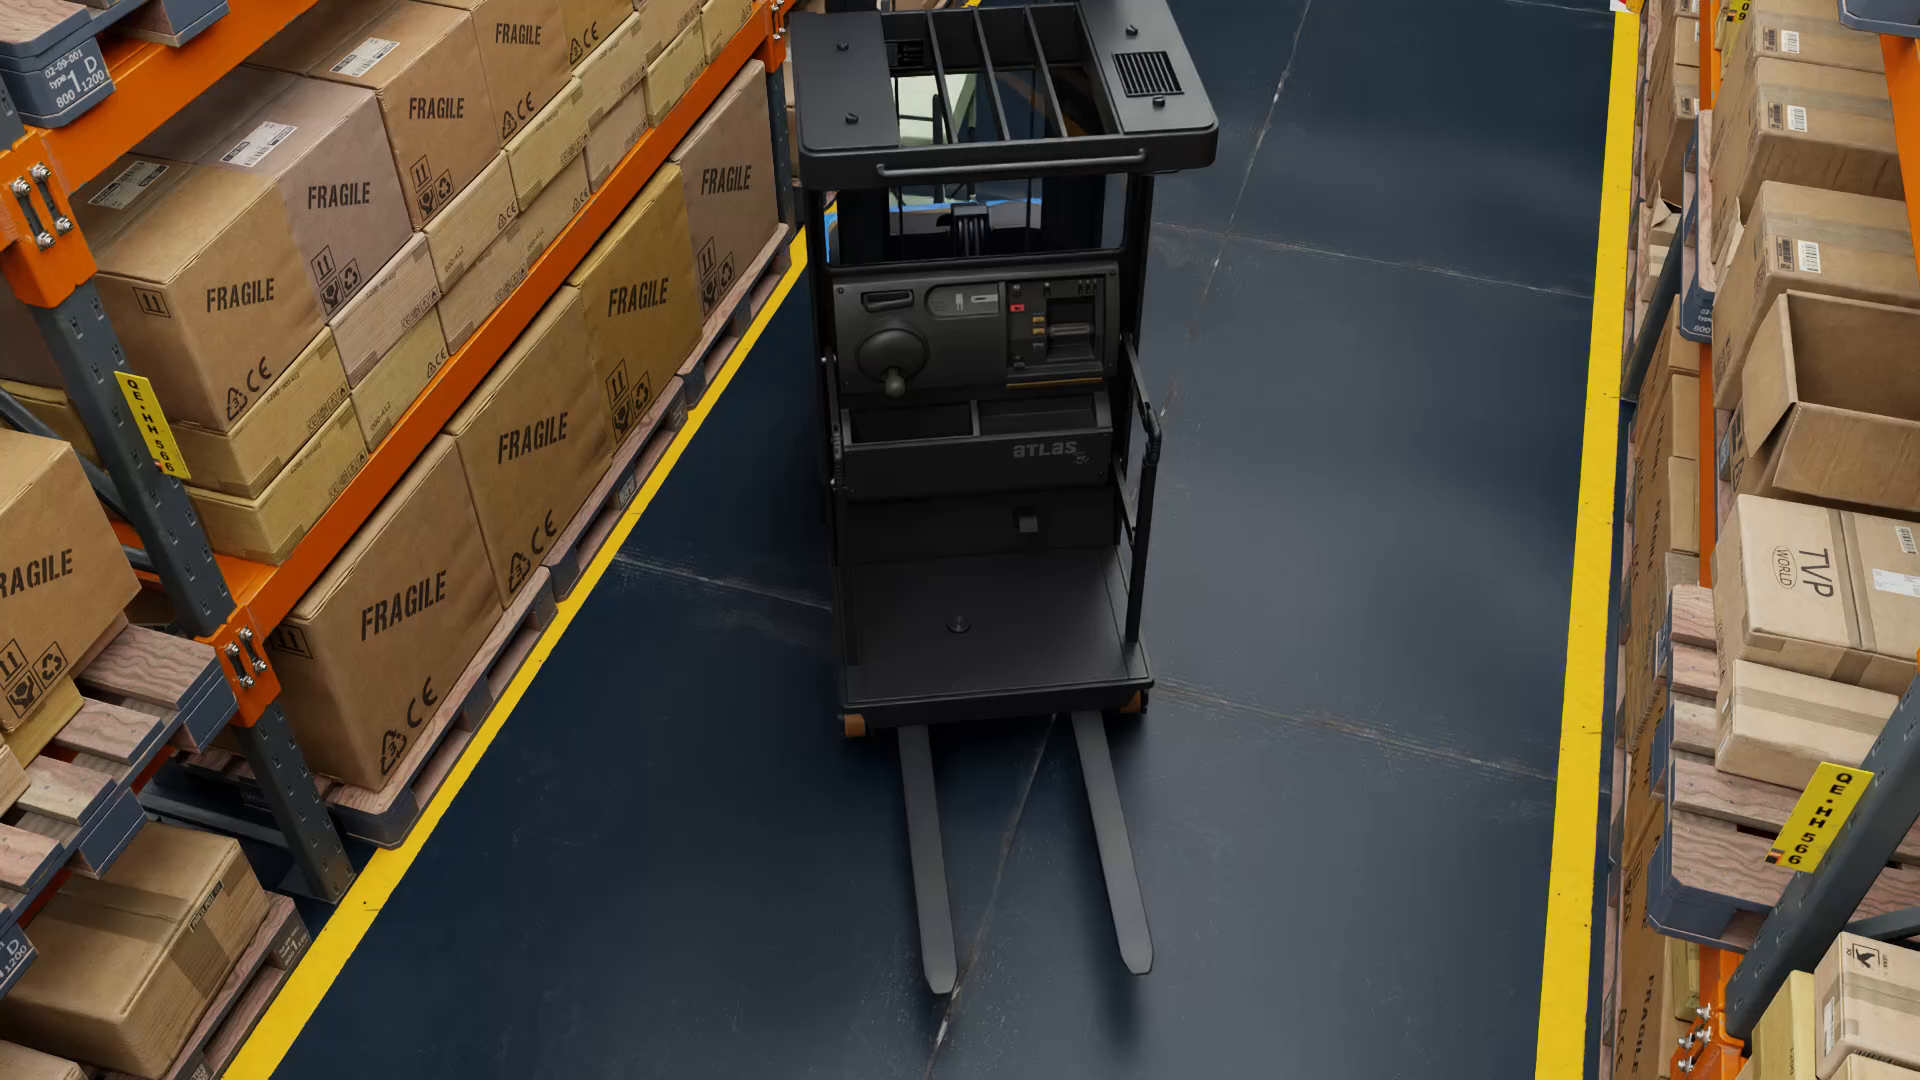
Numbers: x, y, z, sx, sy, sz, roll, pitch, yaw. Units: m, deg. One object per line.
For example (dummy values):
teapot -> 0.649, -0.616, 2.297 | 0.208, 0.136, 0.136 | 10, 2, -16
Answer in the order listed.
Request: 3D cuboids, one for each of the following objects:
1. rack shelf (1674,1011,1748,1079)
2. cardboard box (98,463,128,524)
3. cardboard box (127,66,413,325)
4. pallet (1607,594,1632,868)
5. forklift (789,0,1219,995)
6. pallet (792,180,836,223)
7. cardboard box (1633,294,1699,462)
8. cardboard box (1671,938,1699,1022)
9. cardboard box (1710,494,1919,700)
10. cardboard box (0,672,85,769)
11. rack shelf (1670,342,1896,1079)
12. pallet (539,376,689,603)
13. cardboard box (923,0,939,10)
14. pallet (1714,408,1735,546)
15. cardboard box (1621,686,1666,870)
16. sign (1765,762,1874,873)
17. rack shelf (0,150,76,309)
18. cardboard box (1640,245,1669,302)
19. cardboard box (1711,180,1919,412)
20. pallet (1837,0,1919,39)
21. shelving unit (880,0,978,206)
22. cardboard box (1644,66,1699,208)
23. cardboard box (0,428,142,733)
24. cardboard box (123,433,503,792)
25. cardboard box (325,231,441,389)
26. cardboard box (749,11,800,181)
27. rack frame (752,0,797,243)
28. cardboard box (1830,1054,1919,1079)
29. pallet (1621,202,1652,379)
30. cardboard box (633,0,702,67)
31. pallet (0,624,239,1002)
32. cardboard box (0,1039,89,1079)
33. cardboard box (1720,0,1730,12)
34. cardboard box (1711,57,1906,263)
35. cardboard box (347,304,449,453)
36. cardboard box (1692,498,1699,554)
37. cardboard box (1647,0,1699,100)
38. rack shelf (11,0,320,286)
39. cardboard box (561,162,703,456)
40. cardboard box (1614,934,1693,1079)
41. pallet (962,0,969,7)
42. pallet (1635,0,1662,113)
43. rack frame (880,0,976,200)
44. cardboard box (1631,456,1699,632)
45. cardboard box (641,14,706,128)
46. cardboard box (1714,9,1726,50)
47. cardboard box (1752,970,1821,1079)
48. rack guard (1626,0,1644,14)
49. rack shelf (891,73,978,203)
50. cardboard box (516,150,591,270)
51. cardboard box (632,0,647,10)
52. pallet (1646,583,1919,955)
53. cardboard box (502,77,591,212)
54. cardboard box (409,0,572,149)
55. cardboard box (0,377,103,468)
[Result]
rack shelf -> 1.604, 2.635, 2.427 | 1.077, 0.370, 4.000 | 13, 46, 13
cardboard box -> -2.616, -0.343, 5.063 | 0.500, 0.250, 0.500 | 11, 45, 11
cardboard box -> -1.998, -1.007, 4.848 | 0.500, 0.500, 0.500 | 13, 46, 13
pallet -> 2.843, 0.741, 5.842 | 1.003, 0.211, 1.213 | 13, 46, 13
forklift -> 0.084, -0.593, 5.260 | 1.130, 2.935, 3.031 | -4, 45, -5
pallet -> -1.006, -2.164, 8.811 | 1.003, 0.211, 1.213 | 13, 46, 13
cardboard box -> 3.060, -0.604, 6.709 | 0.500, 0.500, 0.500 | 14, 46, 14
cardboard box -> 2.118, 1.173, 4.430 | 0.380, 0.149, 0.250 | 10, 45, 11
cardboard box -> 2.221, 0.176, 4.232 | 0.500, 0.250, 0.500 | 11, 45, 11
cardboard box -> -2.409, 0.398, 4.078 | 0.380, 0.149, 0.250 | 13, 46, 13
rack shelf -> 2.816, -0.032, 5.152 | 1.077, 0.370, 4.000 | 13, 46, 13
pallet -> -1.840, -0.328, 6.934 | 1.003, 0.211, 1.213 | 13, 46, 13
cardboard box -> -0.473, -3.498, 9.712 | 0.875, 0.438, 0.875 | 14, 46, 14
pallet -> 2.795, -0.184, 4.931 | 1.003, 0.211, 1.213 | 13, 46, 13
cardboard box -> 2.451, 0.779, 5.296 | 0.500, 0.500, 0.500 | 14, 46, 14
sign -> 1.690, 0.550, 3.272 | 0.100, 0.325, 0.005 | 13, 46, 13
rack shelf -> -3.127, 0.514, 2.450 | 1.077, 0.370, 4.000 | 13, 46, 13
cardboard box -> 3.310, -1.187, 7.556 | 0.380, 0.149, 0.250 | 11, 45, 11
cardboard box -> 2.667, -0.664, 4.912 | 0.700, 0.500, 0.500 | 12, 46, 12
pallet -> 2.846, -1.515, 4.143 | 1.213, 0.211, 1.003 | 13, 46, 13
shelving unit -> -0.200, -1.436, 7.144 | 0.431, 1.500, 0.755 | 7, 45, 8
cardboard box -> 3.747, -1.904, 8.038 | 0.700, 0.500, 0.500 | 11, 45, 11
cardboard box -> -2.394, 0.065, 3.954 | 0.500, 0.500, 0.500 | 11, 46, 11
cardboard box -> -2.233, 0.162, 5.659 | 0.875, 0.875, 0.875 | 12, 46, 12
cardboard box -> -1.975, -0.759, 5.131 | 0.500, 0.250, 0.500 | 14, 46, 13
cardboard box -> -1.018, -2.301, 8.488 | 0.875, 0.438, 0.875 | 12, 46, 12
rack frame -> -1.310, -2.671, 7.335 | 1.000, 3.000, 0.127 | 13, 46, 13
cardboard box -> 1.753, 1.105, 2.941 | 0.380, 0.149, 0.250 | 13, 46, 13
pallet -> 3.630, -1.083, 7.706 | 1.003, 0.211, 1.213 | 13, 46, 13
cardboard box -> -1.356, -2.116, 6.517 | 0.500, 0.250, 0.500 | 14, 46, 13
pallet -> -2.636, 0.562, 4.169 | 1.213, 0.211, 1.003 | 13, 46, 13
cardboard box -> -2.918, 1.653, 4.495 | 0.950, 0.372, 0.625 | 12, 46, 12
cardboard box -> 3.481, -2.403, 6.955 | 0.500, 0.250, 0.500 | 13, 46, 13
cardboard box -> 2.905, -1.187, 5.447 | 0.700, 0.500, 0.500 | 13, 46, 13
cardboard box -> -1.995, -0.570, 5.295 | 0.500, 0.250, 0.500 | 11, 46, 11
cardboard box -> 2.723, -0.044, 5.674 | 0.380, 0.149, 0.250 | 14, 46, 14
cardboard box -> 4.061, -2.596, 8.745 | 0.700, 0.500, 0.500 | 14, 46, 14
rack shelf -> -1.916, -2.153, 5.175 | 1.077, 0.370, 4.000 | 13, 46, 13
cardboard box -> -1.688, -1.027, 6.874 | 0.875, 0.875, 0.875 | 14, 46, 14
cardboard box -> 2.133, 1.460, 4.600 | 0.500, 0.500, 0.500 | 14, 46, 14
pallet -> -0.267, -3.791, 10.473 | 1.003, 0.211, 1.213 | 13, 46, 13
pallet -> 4.369, -2.709, 9.368 | 1.003, 0.211, 1.213 | 13, 46, 13
rack frame -> -0.132, -1.687, 7.402 | 0.400, 1.500, 0.023 | 7, 45, 8
cardboard box -> 2.753, 0.085, 6.006 | 0.500, 0.500, 0.500 | 11, 45, 11
cardboard box -> -1.361, -1.926, 6.680 | 0.500, 0.250, 0.500 | 12, 46, 12
cardboard box -> 3.391, -2.155, 6.987 | 0.380, 0.149, 0.250 | 14, 46, 14
cardboard box -> 1.819, 1.158, 3.172 | 0.500, 0.250, 0.500 | 12, 46, 12
rack guard -> 4.610, -3.344, 9.810 | 1.175, 0.500, 0.348 | 13, 46, 13
rack shelf -> -0.200, -1.715, 6.872 | 0.431, 0.370, 0.720 | 7, 45, 8
cardboard box -> -1.685, -1.248, 5.988 | 0.500, 0.250, 0.500 | 13, 46, 13
cardboard box -> -1.356, -2.366, 6.237 | 0.500, 0.500, 0.500 | 13, 46, 13
pallet -> 2.348, 0.646, 4.082 | 1.213, 0.211, 1.003 | 13, 46, 13
cardboard box -> -1.646, -1.424, 5.811 | 0.500, 0.250, 0.500 | 13, 46, 13
cardboard box -> -1.671, -1.684, 5.540 | 0.500, 0.500, 0.500 | 13, 46, 13
cardboard box -> -2.617, -0.506, 4.872 | 0.500, 0.250, 0.500 | 12, 46, 12
